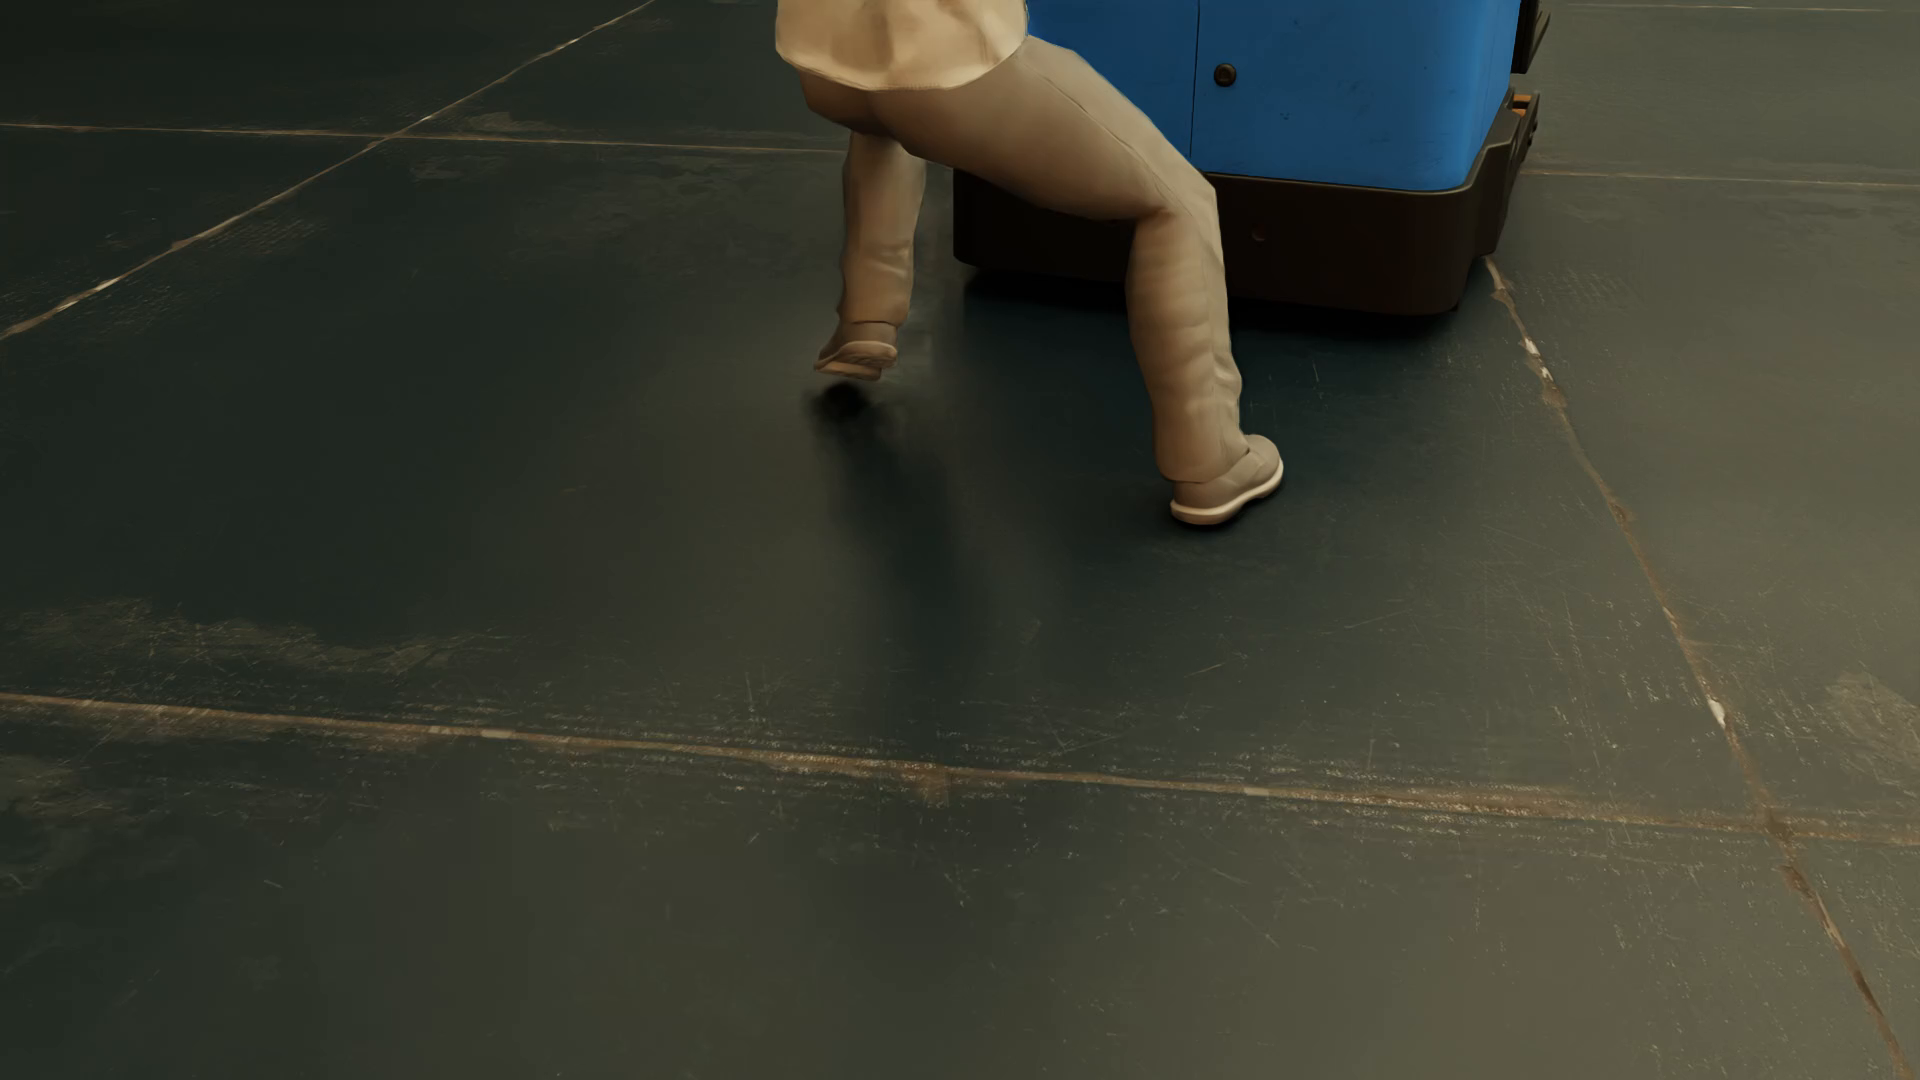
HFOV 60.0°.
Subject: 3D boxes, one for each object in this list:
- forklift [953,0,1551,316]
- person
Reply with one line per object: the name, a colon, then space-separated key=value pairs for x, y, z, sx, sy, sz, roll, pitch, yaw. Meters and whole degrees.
forklift: x=0.991 y=-2.378 z=3.984 sx=1.130 sy=2.935 sz=3.031 roll=10 pitch=28 yaw=19
person: x=0.077 y=-0.816 z=2.515 sx=0.942 sy=1.447 sz=0.728 roll=22 pitch=34 yaw=37
